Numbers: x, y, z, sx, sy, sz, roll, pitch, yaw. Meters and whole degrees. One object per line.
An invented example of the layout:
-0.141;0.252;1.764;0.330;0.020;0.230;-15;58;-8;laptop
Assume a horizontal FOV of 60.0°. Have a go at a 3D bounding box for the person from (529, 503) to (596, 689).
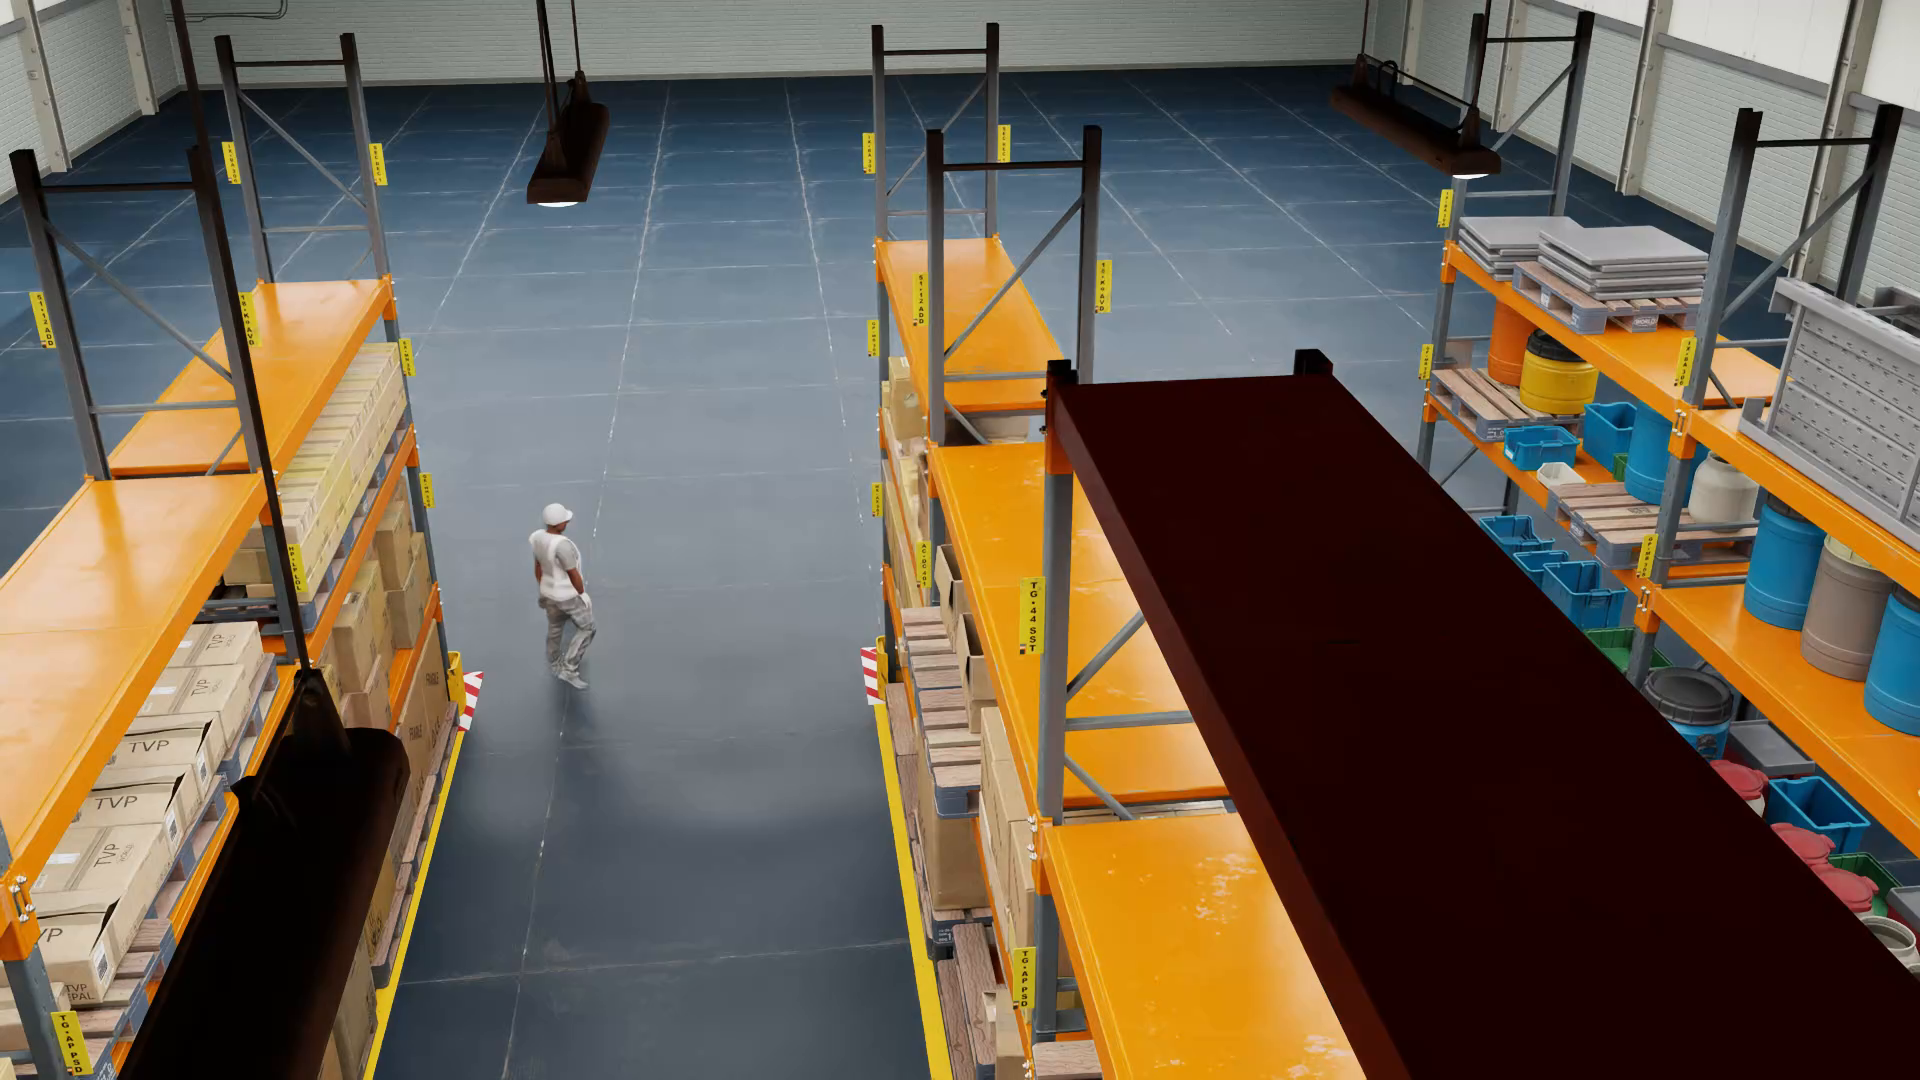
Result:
-3.688;0.503;15.336;0.601;1.791;0.427;22;33;38;person
